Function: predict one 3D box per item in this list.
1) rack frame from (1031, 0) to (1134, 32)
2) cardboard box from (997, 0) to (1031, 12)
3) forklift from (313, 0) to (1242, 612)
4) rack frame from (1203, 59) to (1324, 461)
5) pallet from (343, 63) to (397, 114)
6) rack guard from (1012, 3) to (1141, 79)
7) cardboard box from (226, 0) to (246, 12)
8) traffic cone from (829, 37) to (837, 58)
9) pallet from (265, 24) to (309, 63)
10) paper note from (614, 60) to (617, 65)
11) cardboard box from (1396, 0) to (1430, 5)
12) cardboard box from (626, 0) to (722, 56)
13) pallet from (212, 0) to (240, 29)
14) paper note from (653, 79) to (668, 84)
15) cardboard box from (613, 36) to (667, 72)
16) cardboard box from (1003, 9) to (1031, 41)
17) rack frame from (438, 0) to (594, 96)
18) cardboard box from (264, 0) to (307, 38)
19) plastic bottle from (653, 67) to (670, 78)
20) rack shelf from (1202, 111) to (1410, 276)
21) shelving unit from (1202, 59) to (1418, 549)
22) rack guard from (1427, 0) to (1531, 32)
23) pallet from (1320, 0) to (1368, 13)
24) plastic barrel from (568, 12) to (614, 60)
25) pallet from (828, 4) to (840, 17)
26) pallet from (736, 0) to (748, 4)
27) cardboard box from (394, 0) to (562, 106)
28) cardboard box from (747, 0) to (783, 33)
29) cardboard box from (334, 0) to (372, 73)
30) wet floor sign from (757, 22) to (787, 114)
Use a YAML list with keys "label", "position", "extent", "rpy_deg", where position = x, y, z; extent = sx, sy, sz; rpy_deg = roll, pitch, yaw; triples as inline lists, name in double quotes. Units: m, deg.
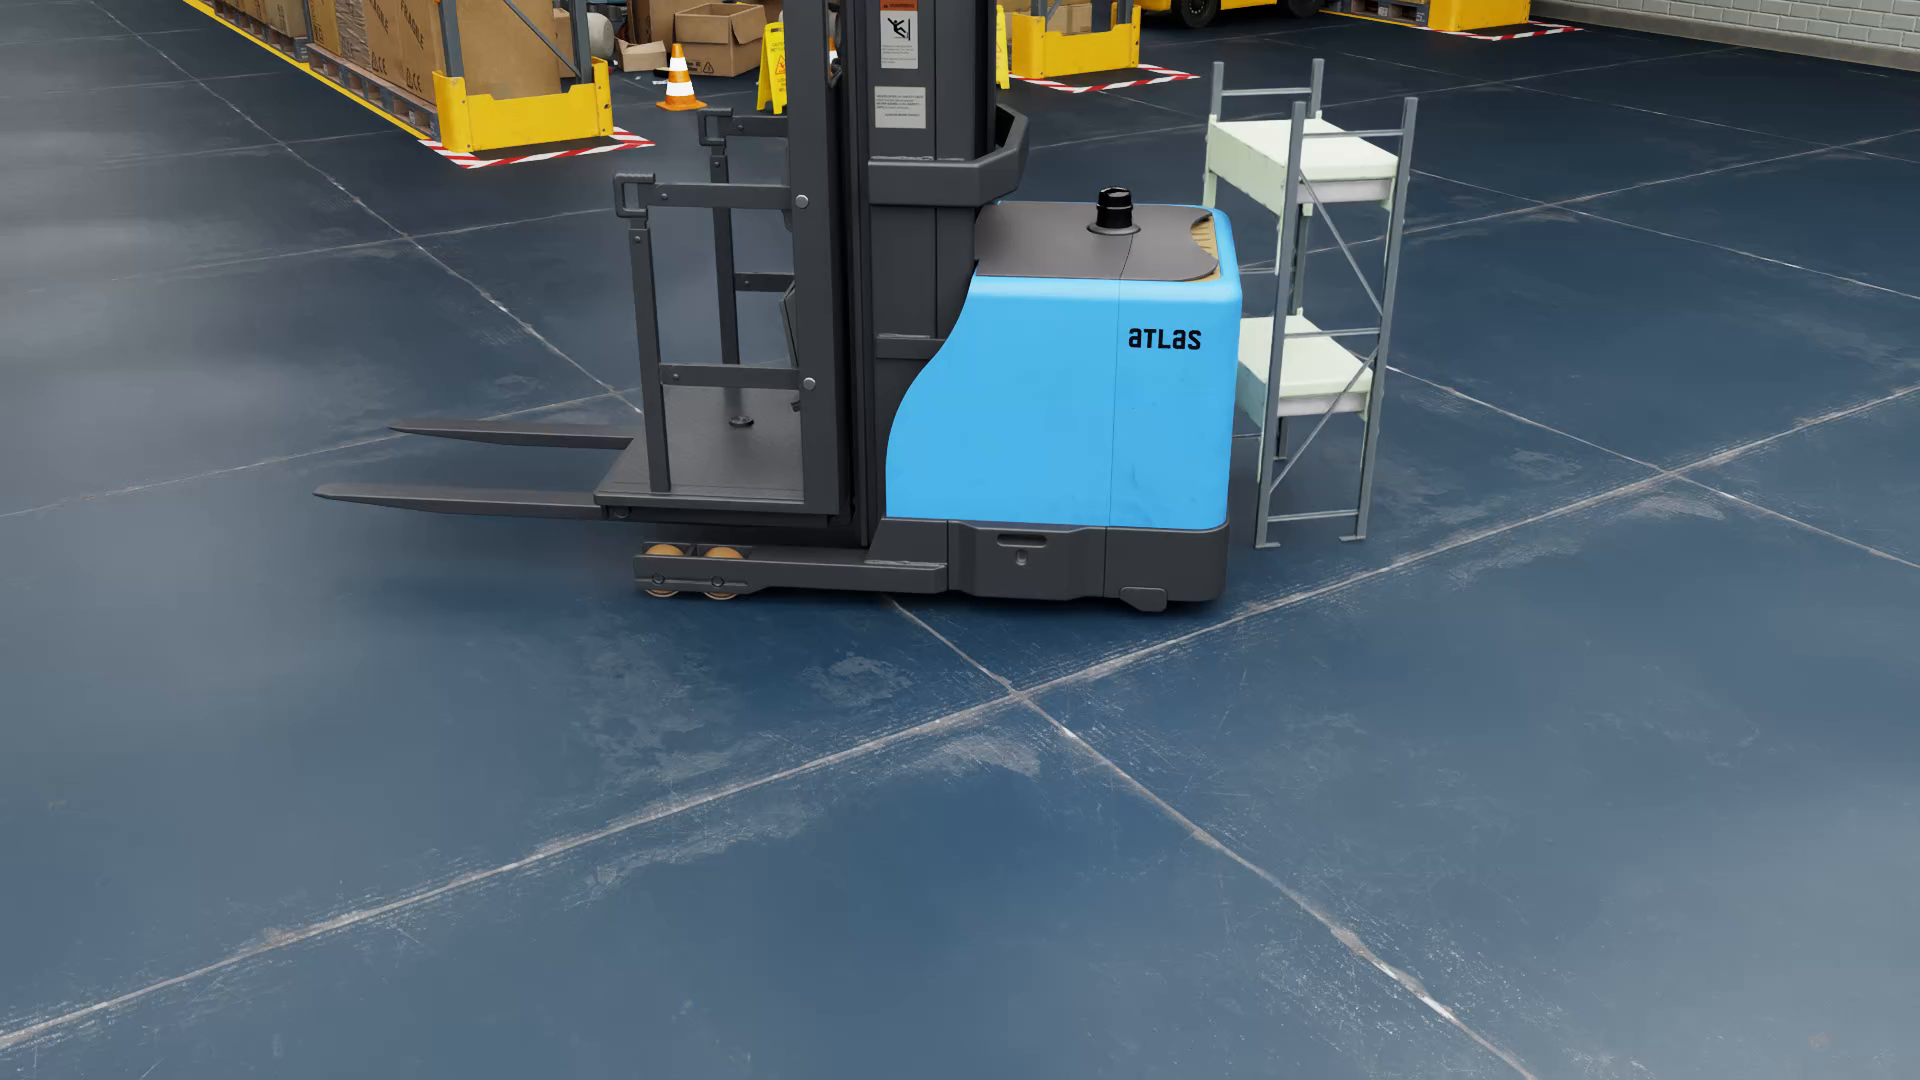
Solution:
- label: "rack frame"
  position: [1.039, -5.383, 13.639]
  extent: [1.000, 3.000, 0.127]
  rpy_deg: [-16, 29, -30]
- label: "cardboard box"
  position: [0.383, -4.894, 14.454]
  extent: [0.500, 0.500, 0.500]
  rpy_deg: [-15, 29, -29]
- label: "forklift"
  position: [-0.626, -1.354, 5.184]
  extent: [3.031, 2.935, 1.130]
  rpy_deg: [3, 25, 5]
- label: "rack frame"
  position: [1.061, -0.974, 6.054]
  extent: [0.400, 1.500, 0.023]
  rpy_deg: [-5, 26, -11]
- label: "pallet"
  position: [-4.217, -3.636, 13.204]
  extent: [1.003, 0.211, 1.213]
  rpy_deg: [-16, 29, -30]
- label: "rack guard"
  position: [0.997, -4.280, 14.230]
  extent: [1.175, 0.500, 0.348]
  rpy_deg: [-16, 29, -30]
- label: "cardboard box"
  position: [-6.684, -5.676, 16.404]
  extent: [1.050, 0.750, 0.750]
  rpy_deg: [-15, 29, -29]
- label: "traffic cone"
  position: [-1.021, -3.708, 13.064]
  extent: [0.336, 0.463, 0.334]
  rpy_deg: [-16, 29, -30]
- label: "pallet"
  position: [-5.721, -4.621, 15.292]
  extent: [1.003, 0.211, 1.213]
  rpy_deg: [-16, 29, -30]
- label: "paper note"
  position: [-2.963, -4.218, 14.659]
  extent: [0.172, 0.023, 0.155]
  rpy_deg: [-6, 26, -12]
- label: "cardboard box"
  position: [4.674, -5.582, 16.789]
  extent: [0.500, 0.250, 0.500]
  rpy_deg: [-15, 29, -29]
- label: "cardboard box"
  position: [-2.559, -4.686, 14.928]
  extent: [0.797, 0.637, 0.503]
  rpy_deg: [-16, 29, -30]
- label: "pallet"
  position: [-7.053, -5.494, 17.140]
  extent: [1.003, 0.211, 1.213]
  rpy_deg: [-16, 29, -30]
- label: "paper note"
  position: [-2.464, -3.791, 13.747]
  extent: [0.144, 0.017, 0.142]
  rpy_deg: [-6, 26, -12]
- label: "cardboard box"
  position: [-2.756, -4.202, 14.340]
  extent: [0.396, 0.266, 0.258]
  rpy_deg: [-10, 27, -21]
- label: "cardboard box"
  position: [0.359, -4.564, 14.634]
  extent: [0.500, 0.250, 0.500]
  rpy_deg: [-16, 29, -30]
- label: "rack frame"
  position: [-3.053, -4.193, 11.118]
  extent: [1.000, 3.000, 0.127]
  rpy_deg: [-16, 29, -30]
- label: "cardboard box"
  position: [-5.651, -4.997, 14.966]
  extent: [1.050, 0.750, 0.750]
  rpy_deg: [-16, 29, -30]
- label: "plastic bottle"
  position: [-2.495, -3.954, 14.054]
  extent: [0.283, 0.061, 0.133]
  rpy_deg: [18, 31, 33]
- label: "rack shelf"
  position: [1.136, -1.174, 5.563]
  extent: [0.431, 0.370, 0.720]
  rpy_deg: [-5, 26, -11]
- label: "shelving unit"
  position: [1.134, -0.821, 5.730]
  extent: [0.431, 1.500, 0.755]
  rpy_deg: [-5, 26, -11]
- label: "rack guard"
  position: [5.209, -5.402, 16.607]
  extent: [1.175, 0.500, 0.348]
  rpy_deg: [-16, 29, -30]
- label: "pallet"
  position: [4.081, -5.980, 18.169]
  extent: [1.003, 0.211, 1.213]
  rpy_deg: [-16, 29, -30]
- label: "plastic barrel"
  position: [-3.333, -4.410, 14.597]
  extent: [0.512, 0.421, 0.421]
  rpy_deg: [3, 25, 6]
- label: "pallet"
  position: [-0.749, -5.320, 16.773]
  extent: [1.003, 0.211, 1.213]
  rpy_deg: [-16, 29, -30]
- label: "pallet"
  position: [-2.241, -6.267, 18.779]
  extent: [1.003, 0.211, 1.213]
  rpy_deg: [-16, 29, -30]
- label: "cardboard box"
  position: [-3.479, -3.649, 11.963]
  extent: [0.875, 0.875, 0.875]
  rpy_deg: [-15, 29, -29]
- label: "cardboard box"
  position: [-1.700, -4.984, 15.719]
  extent: [0.500, 0.500, 0.500]
  rpy_deg: [3, 25, 6]
- label: "cardboard box"
  position: [-4.457, -4.290, 13.321]
  extent: [0.875, 0.875, 0.875]
  rpy_deg: [-15, 29, -29]
- label: "wet floor sign"
  position: [-1.379, -3.579, 12.576]
  extent: [0.267, 0.644, 0.232]
  rpy_deg: [-22, 33, -38]
